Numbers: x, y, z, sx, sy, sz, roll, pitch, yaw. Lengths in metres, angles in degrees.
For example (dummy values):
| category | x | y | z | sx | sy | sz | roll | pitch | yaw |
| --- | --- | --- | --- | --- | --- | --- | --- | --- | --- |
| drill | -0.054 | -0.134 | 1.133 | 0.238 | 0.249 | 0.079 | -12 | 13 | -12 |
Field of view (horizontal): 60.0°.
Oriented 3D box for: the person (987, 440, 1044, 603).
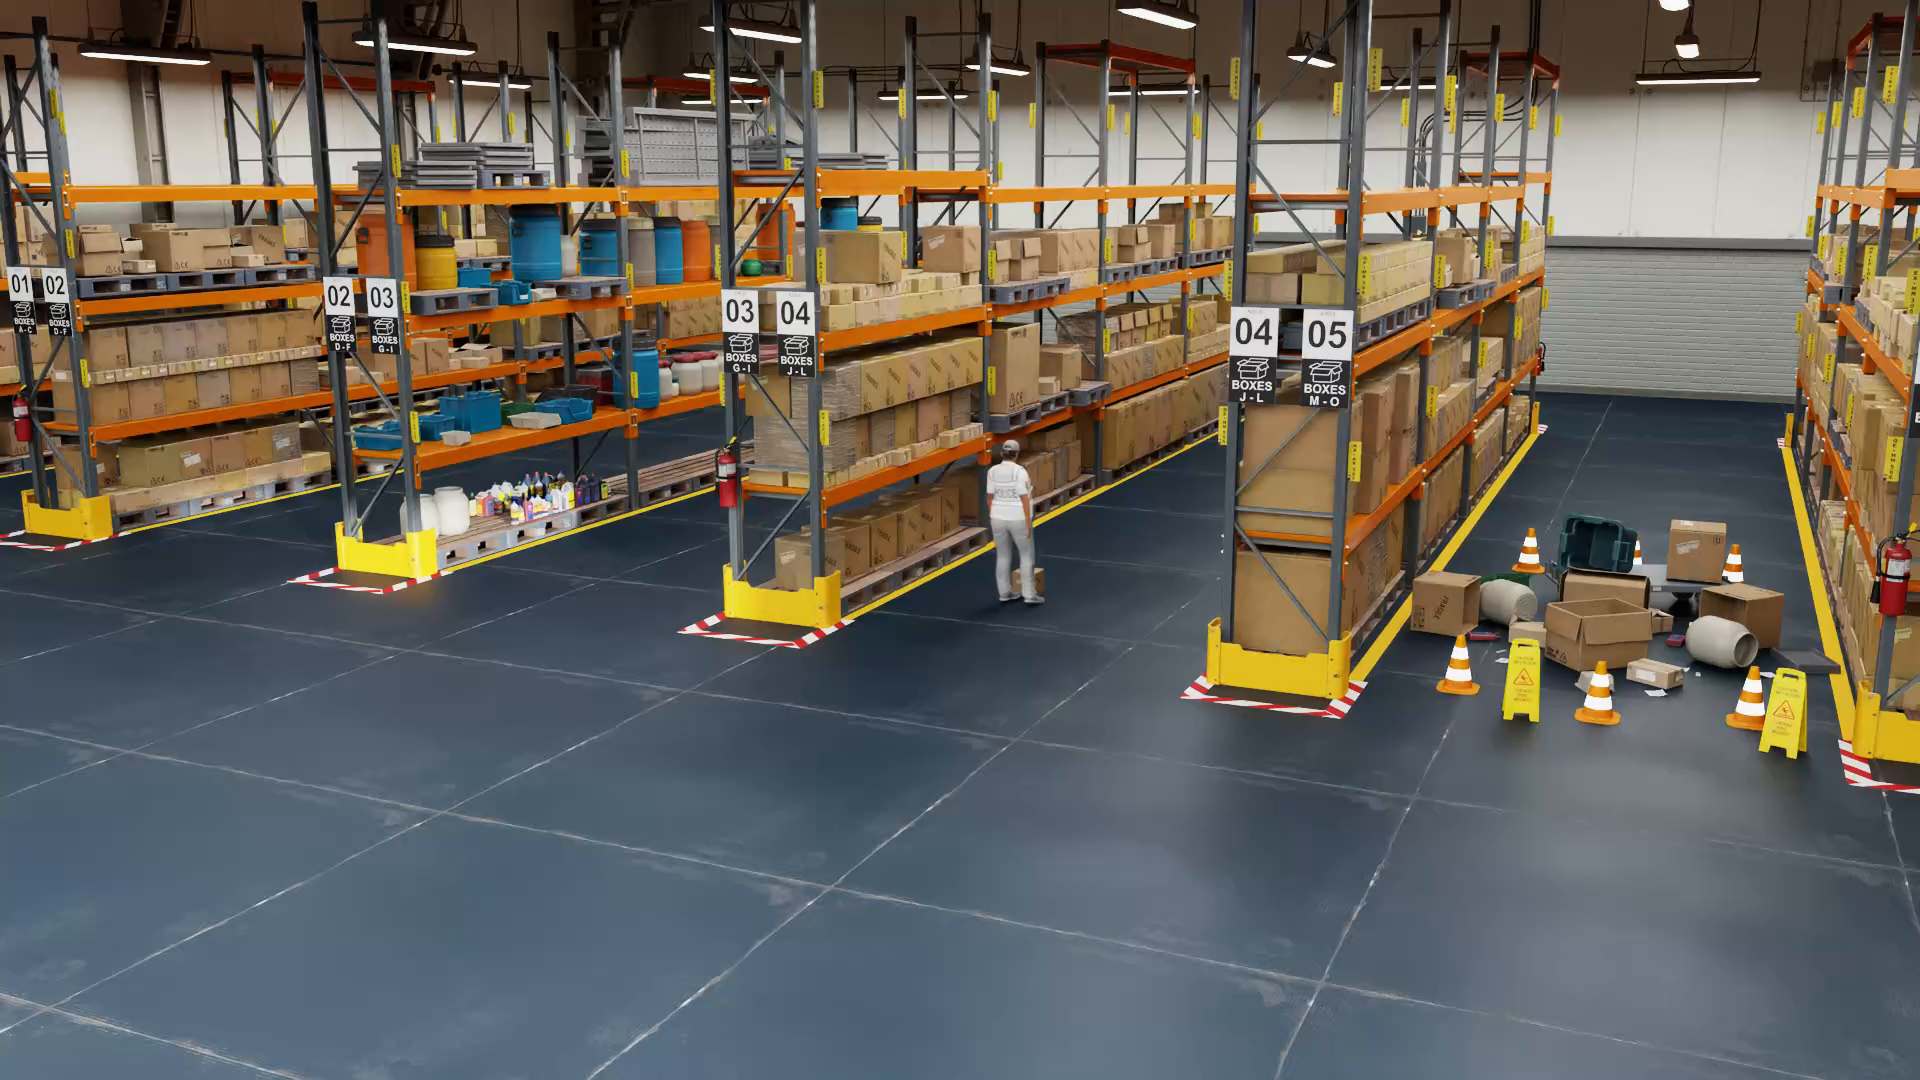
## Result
| category | x | y | z | sx | sy | sz | roll | pitch | yaw |
| --- | --- | --- | --- | --- | --- | --- | --- | --- | --- |
| person | 0.542 | -0.176 | 16.721 | 0.530 | 1.670 | 0.465 | 7 | 14 | 28 |
